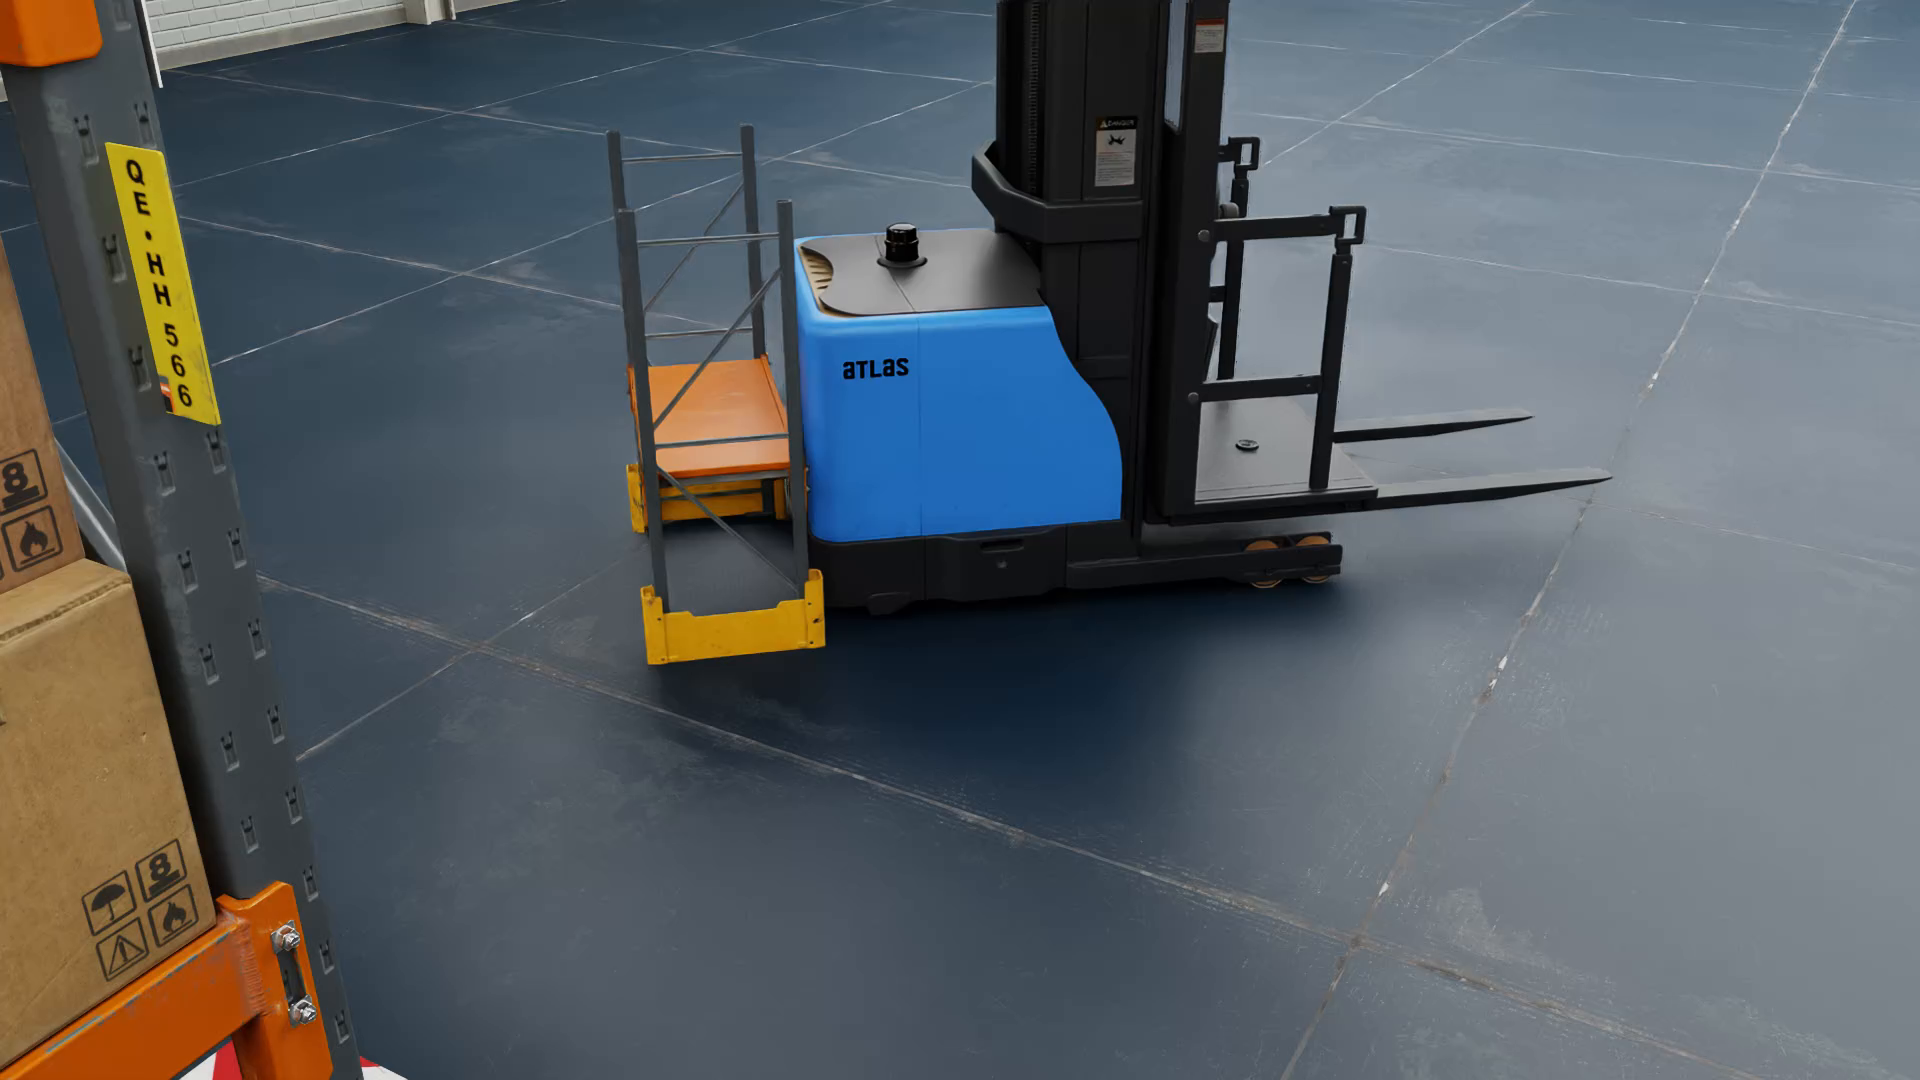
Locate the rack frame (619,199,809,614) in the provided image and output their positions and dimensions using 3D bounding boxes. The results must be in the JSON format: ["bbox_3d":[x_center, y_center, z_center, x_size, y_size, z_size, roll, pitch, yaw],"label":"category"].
[{"bbox_3d":[-0.741,-0.306,5.185,0.500,1.500,0.032,-6,27,-11],"label":"rack frame"}]

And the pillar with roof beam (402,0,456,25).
[{"bbox_3d":[-1.547,-8.274,12.725,9.100,9.000,0.400,14,30,26],"label":"pillar with roof beam"}]

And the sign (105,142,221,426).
[{"bbox_3d":[-0.922,-0.292,1.924,0.100,0.325,0.005,14,30,26],"label":"sign"}]

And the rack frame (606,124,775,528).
[{"bbox_3d":[-0.965,-0.750,6.072,0.500,1.500,0.032,-6,27,-11],"label":"rack frame"}]

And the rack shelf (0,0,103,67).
[{"bbox_3d":[-2.372,-0.033,0.418,1.077,0.370,4.000,14,30,26],"label":"rack shelf"}]

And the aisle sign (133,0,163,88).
[{"bbox_3d":[-1.092,-0.917,1.827,0.394,0.787,0.004,14,30,26],"label":"aisle sign"}]

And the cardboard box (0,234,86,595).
[{"bbox_3d":[-1.604,-0.207,1.938,0.875,0.550,0.550,14,30,26],"label":"cardboard box"}]

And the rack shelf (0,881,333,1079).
[{"bbox_3d":[-2.372,1.308,1.089,1.077,0.370,4.000,14,30,26],"label":"rack shelf"}]

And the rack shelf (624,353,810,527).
[{"bbox_3d":[-0.853,-0.367,5.709,0.538,0.185,1.000,-6,27,-11],"label":"rack shelf"}]

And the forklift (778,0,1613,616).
[{"bbox_3d":[0.898,-1.366,5.705,3.031,2.935,1.130,-5,27,-10],"label":"forklift"}]

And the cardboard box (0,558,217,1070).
[{"bbox_3d":[-1.531,0.295,2.143,0.875,0.550,0.550,14,30,26],"label":"cardboard box"}]

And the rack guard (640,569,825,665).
[{"bbox_3d":[-0.741,0.253,5.466,0.587,0.250,0.087,-6,27,-11],"label":"rack guard"}]

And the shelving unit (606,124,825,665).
[{"bbox_3d":[-0.851,-0.524,5.621,0.587,1.500,1.083,-6,27,-11],"label":"shelving unit"}]

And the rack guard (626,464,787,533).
[{"bbox_3d":[-0.961,-0.182,6.335,0.587,0.250,0.087,-6,27,-11],"label":"rack guard"}]
